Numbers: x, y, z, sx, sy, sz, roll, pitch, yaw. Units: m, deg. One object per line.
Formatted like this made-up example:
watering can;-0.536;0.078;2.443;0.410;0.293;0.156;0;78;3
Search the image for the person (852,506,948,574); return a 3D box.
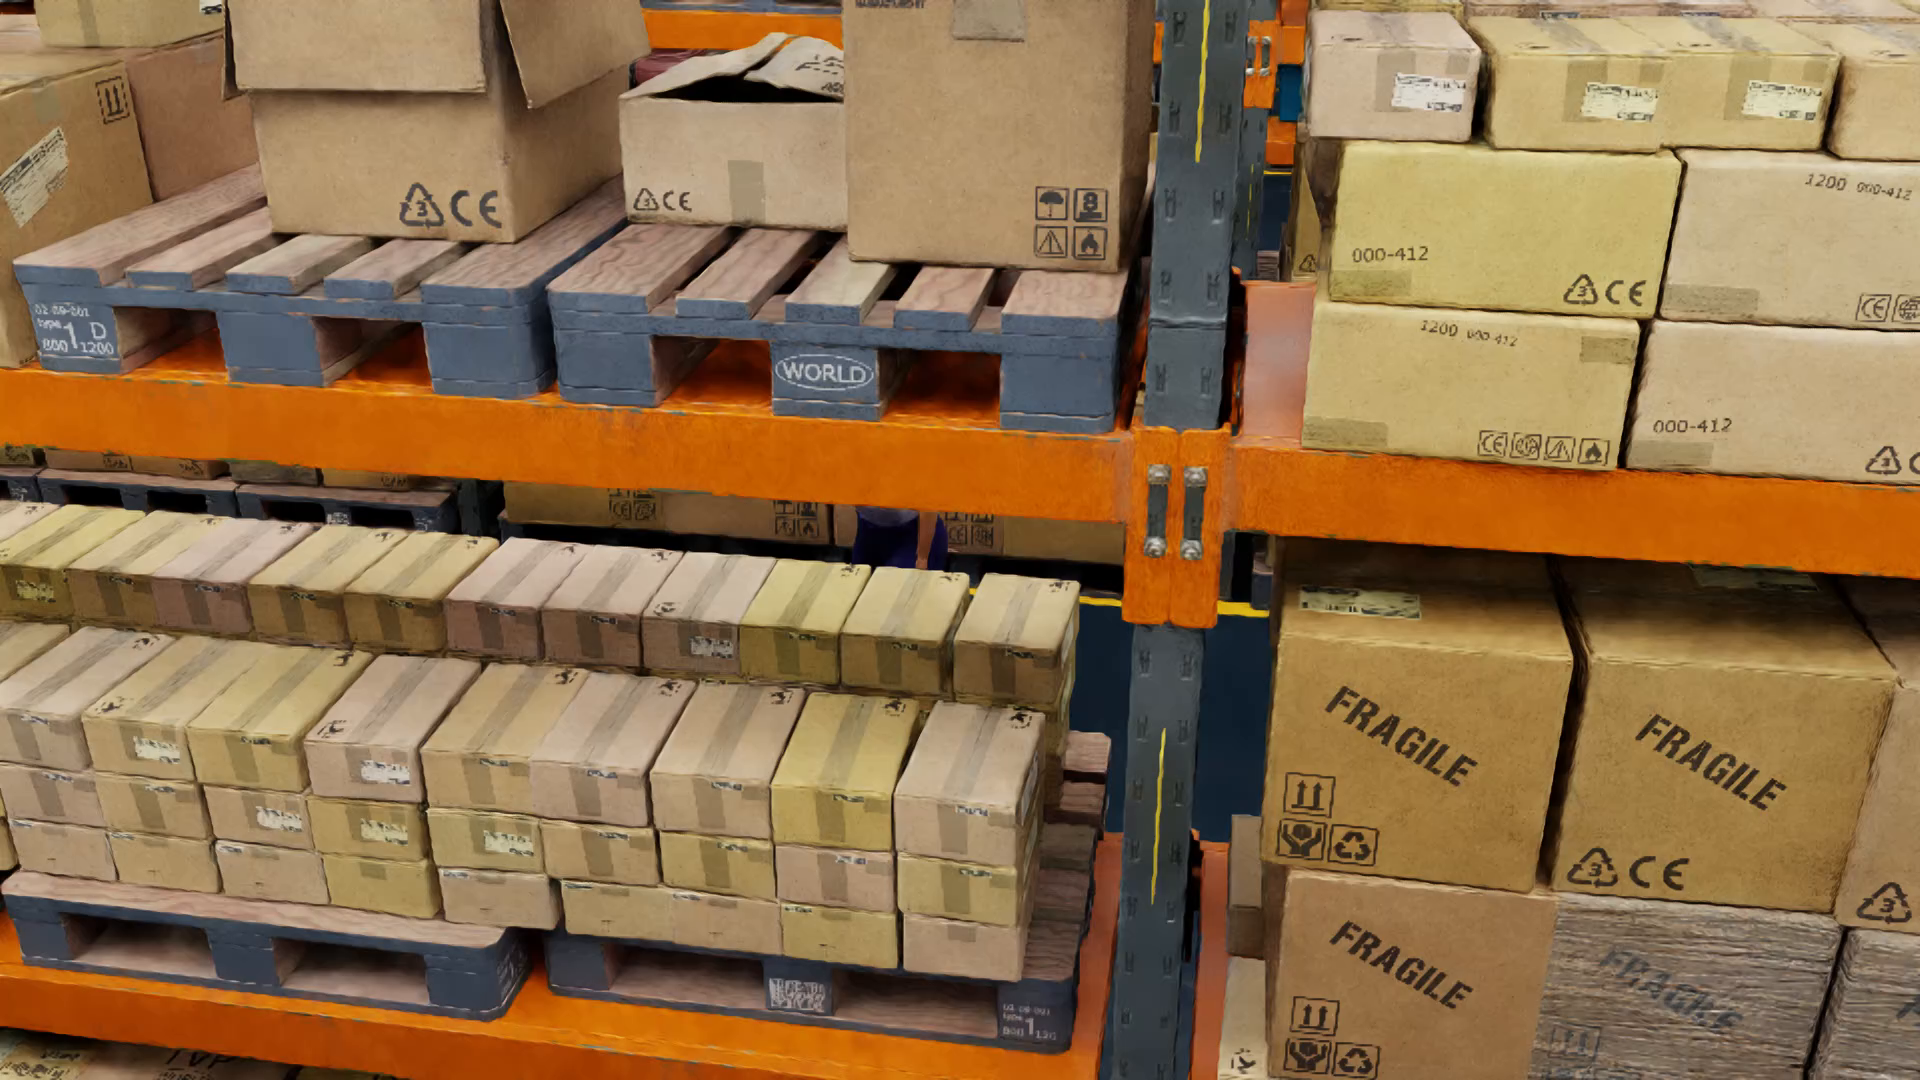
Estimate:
person;-0.263;-0.017;7.125;0.516;1.645;0.606;-20;32;-36
